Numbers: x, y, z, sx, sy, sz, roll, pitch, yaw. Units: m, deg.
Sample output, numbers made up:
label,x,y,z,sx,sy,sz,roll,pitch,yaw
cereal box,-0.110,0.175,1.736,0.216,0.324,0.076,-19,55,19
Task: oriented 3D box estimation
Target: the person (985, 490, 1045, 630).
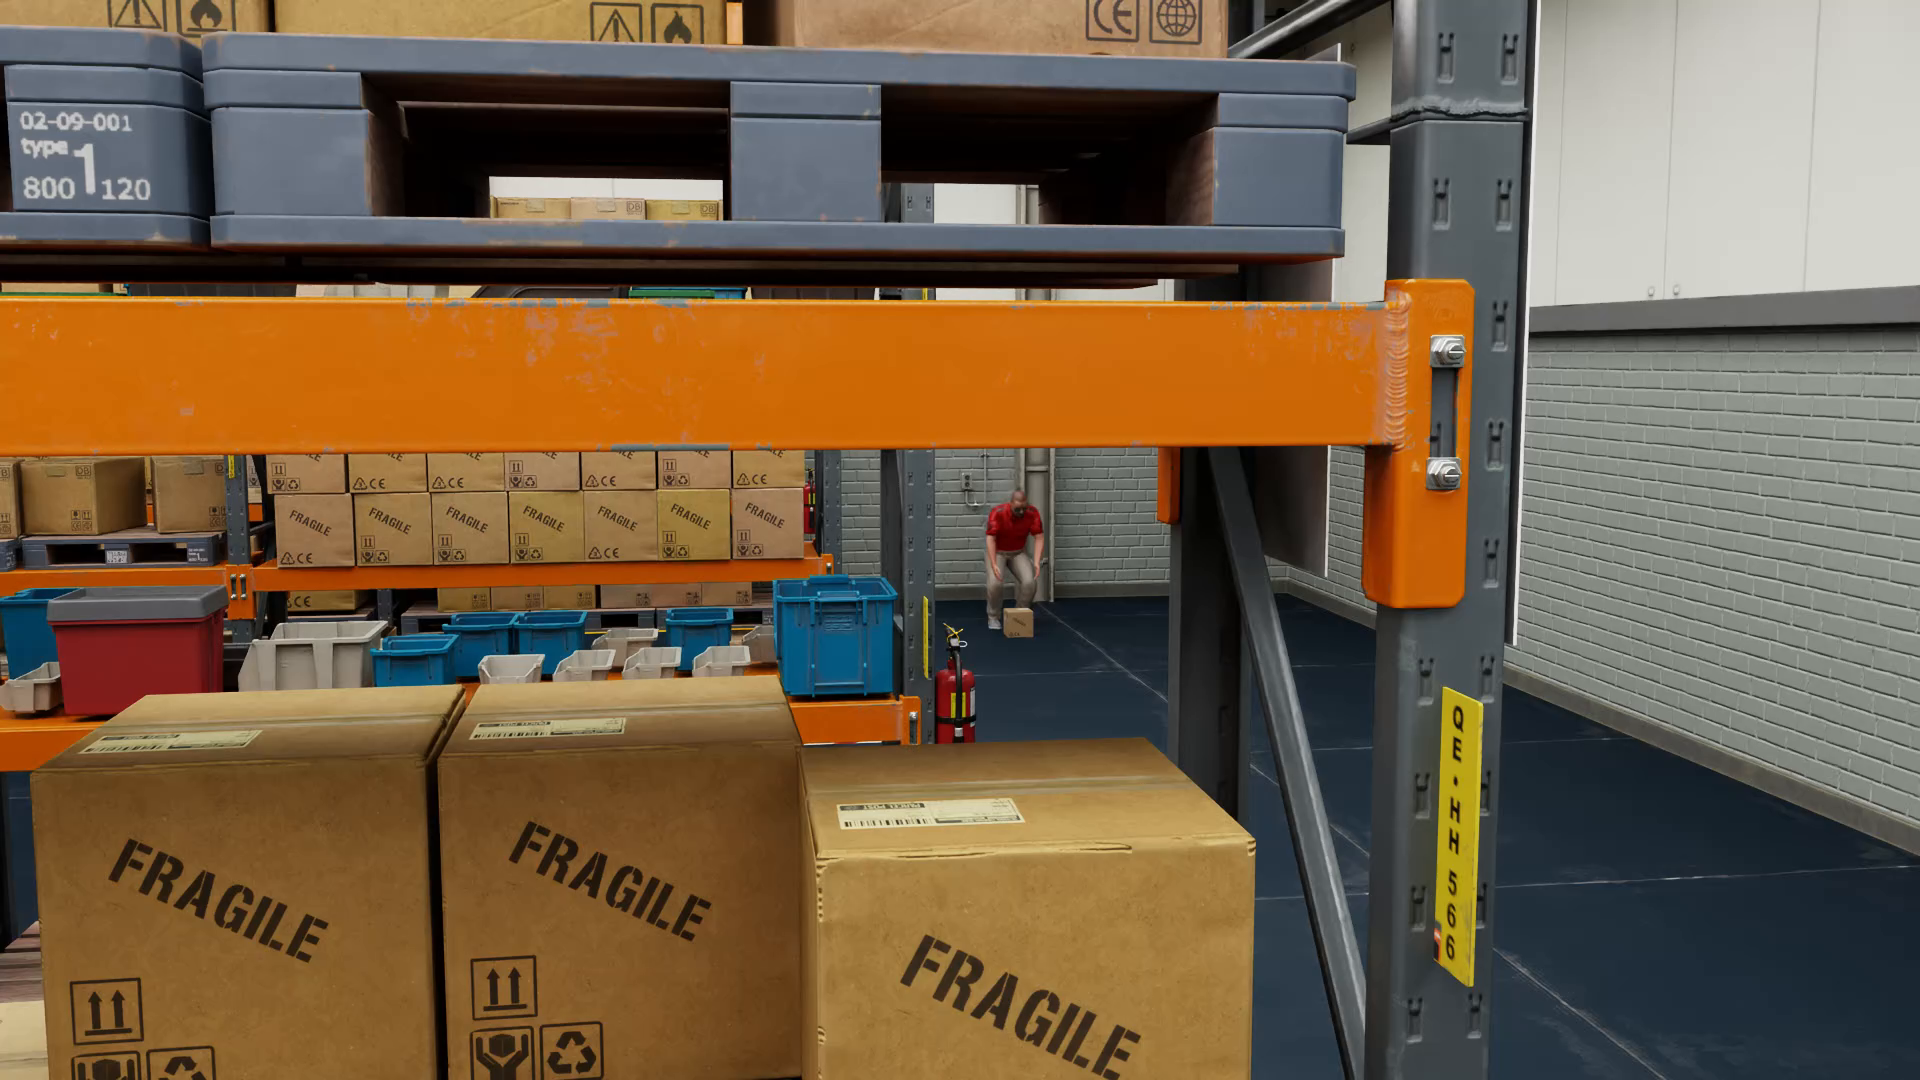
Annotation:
label,x,y,z,sx,sy,sz,roll,pitch,yaw
person,0.533,0.187,16.593,0.590,1.409,0.707,-1,7,-9
